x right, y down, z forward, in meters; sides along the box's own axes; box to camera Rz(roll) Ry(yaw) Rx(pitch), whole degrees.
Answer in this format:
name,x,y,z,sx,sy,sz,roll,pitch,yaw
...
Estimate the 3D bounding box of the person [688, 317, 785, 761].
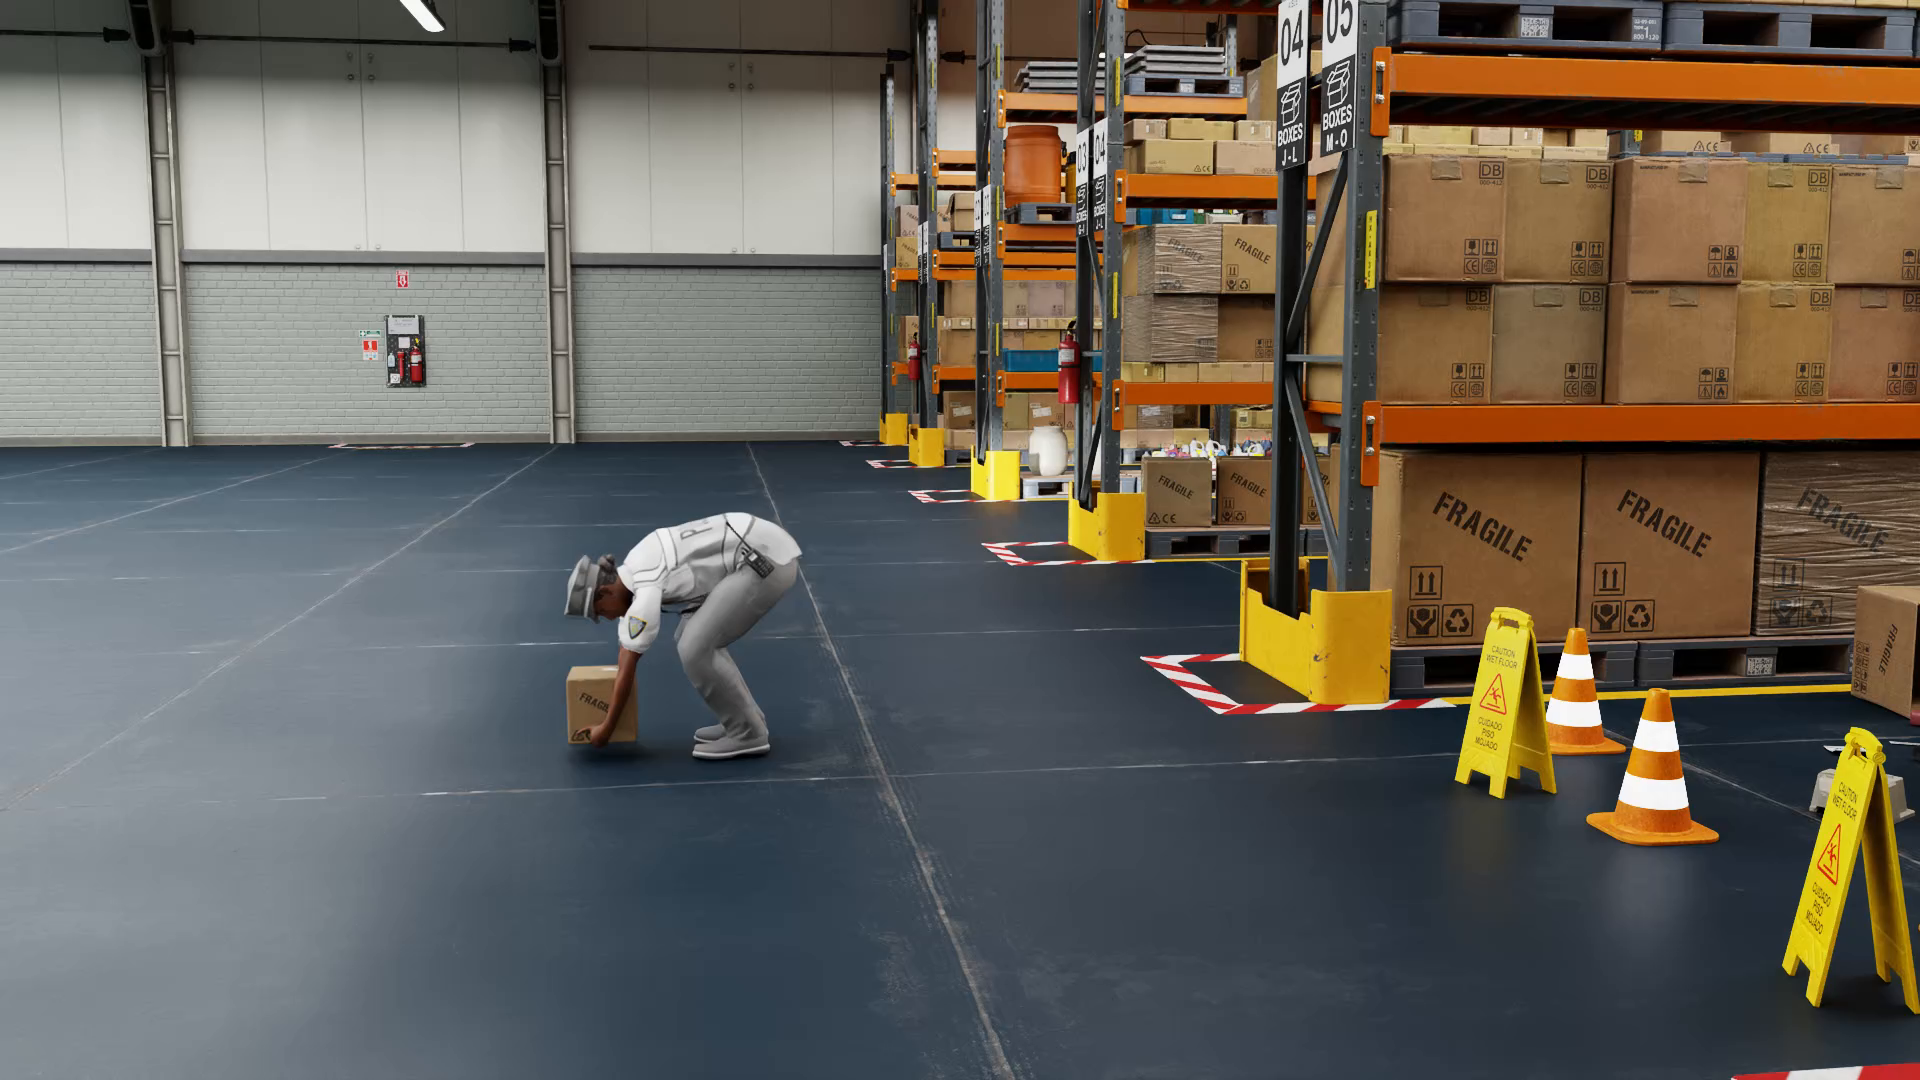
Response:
name,x,y,z,sx,sy,sz,roll,pitch,yaw
person,-0.862,-0.015,6.405,0.370,1.674,0.490,-1,7,-10
